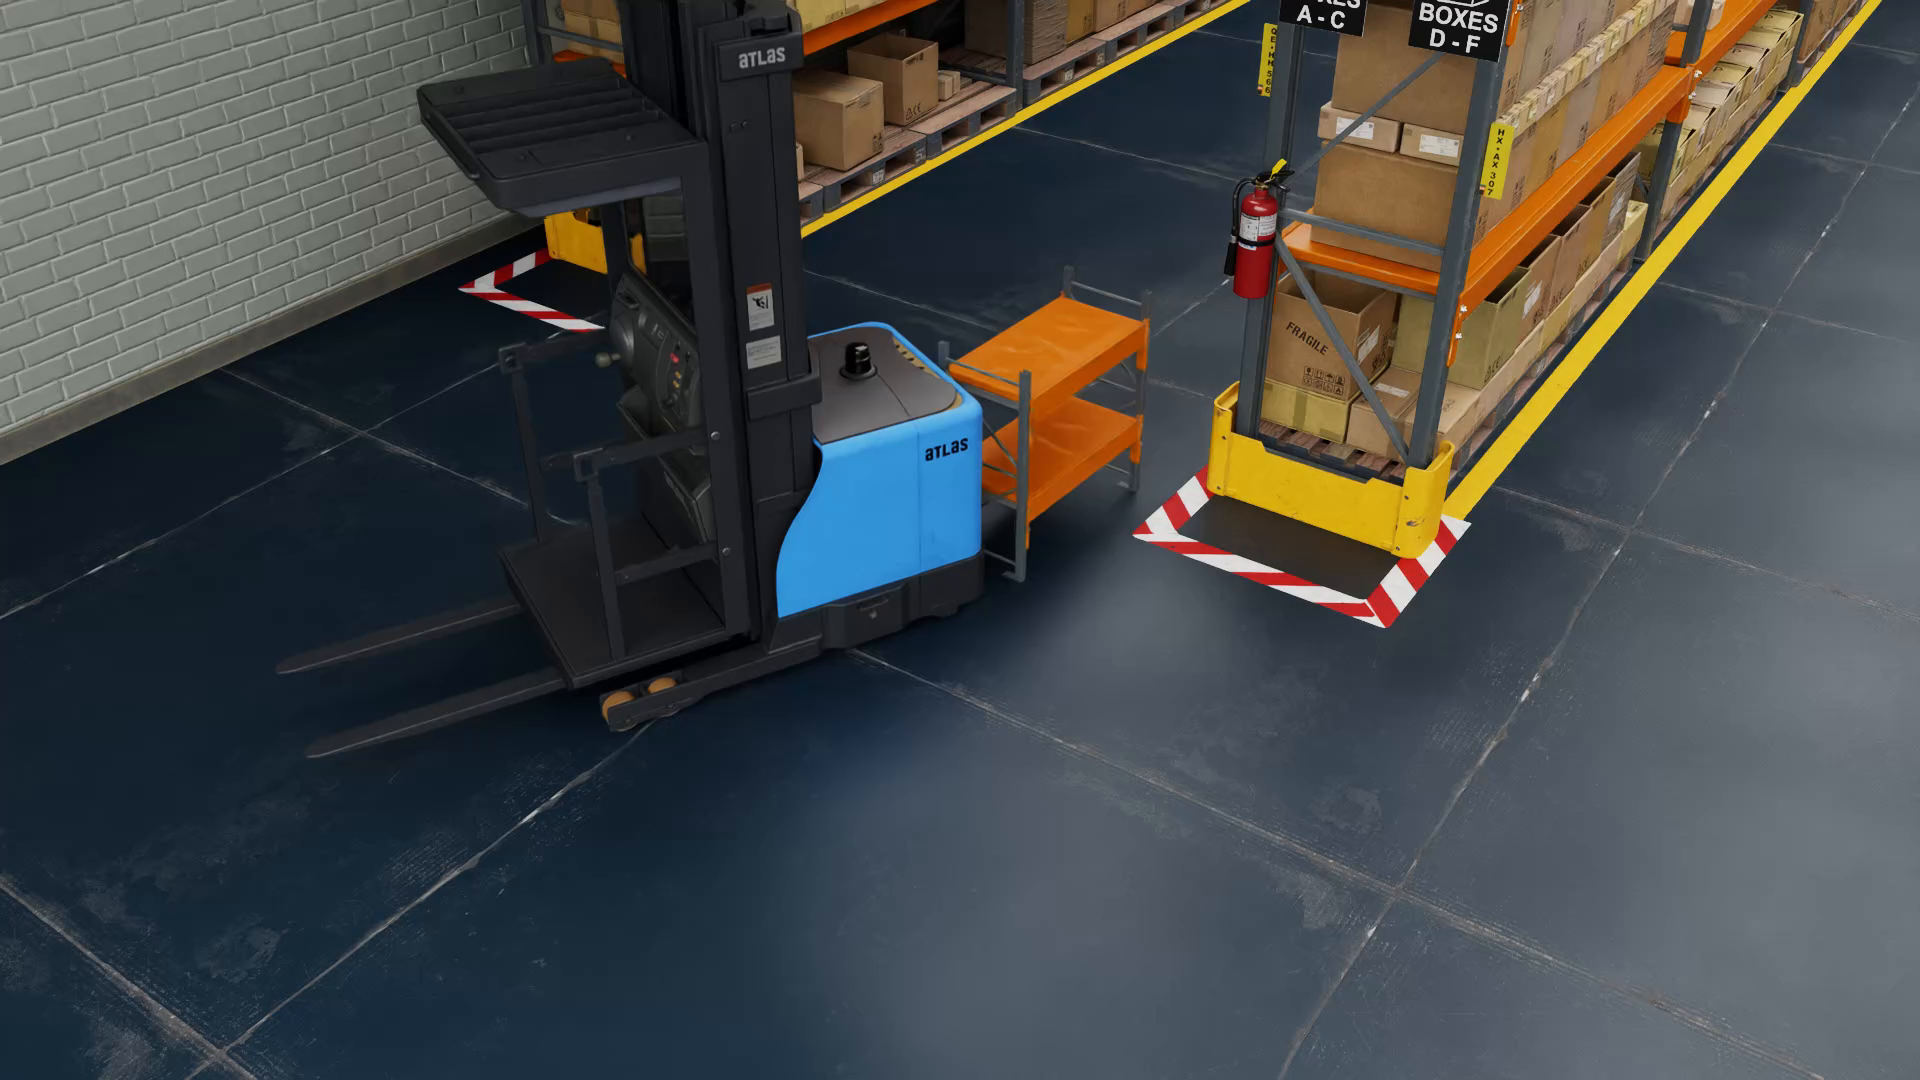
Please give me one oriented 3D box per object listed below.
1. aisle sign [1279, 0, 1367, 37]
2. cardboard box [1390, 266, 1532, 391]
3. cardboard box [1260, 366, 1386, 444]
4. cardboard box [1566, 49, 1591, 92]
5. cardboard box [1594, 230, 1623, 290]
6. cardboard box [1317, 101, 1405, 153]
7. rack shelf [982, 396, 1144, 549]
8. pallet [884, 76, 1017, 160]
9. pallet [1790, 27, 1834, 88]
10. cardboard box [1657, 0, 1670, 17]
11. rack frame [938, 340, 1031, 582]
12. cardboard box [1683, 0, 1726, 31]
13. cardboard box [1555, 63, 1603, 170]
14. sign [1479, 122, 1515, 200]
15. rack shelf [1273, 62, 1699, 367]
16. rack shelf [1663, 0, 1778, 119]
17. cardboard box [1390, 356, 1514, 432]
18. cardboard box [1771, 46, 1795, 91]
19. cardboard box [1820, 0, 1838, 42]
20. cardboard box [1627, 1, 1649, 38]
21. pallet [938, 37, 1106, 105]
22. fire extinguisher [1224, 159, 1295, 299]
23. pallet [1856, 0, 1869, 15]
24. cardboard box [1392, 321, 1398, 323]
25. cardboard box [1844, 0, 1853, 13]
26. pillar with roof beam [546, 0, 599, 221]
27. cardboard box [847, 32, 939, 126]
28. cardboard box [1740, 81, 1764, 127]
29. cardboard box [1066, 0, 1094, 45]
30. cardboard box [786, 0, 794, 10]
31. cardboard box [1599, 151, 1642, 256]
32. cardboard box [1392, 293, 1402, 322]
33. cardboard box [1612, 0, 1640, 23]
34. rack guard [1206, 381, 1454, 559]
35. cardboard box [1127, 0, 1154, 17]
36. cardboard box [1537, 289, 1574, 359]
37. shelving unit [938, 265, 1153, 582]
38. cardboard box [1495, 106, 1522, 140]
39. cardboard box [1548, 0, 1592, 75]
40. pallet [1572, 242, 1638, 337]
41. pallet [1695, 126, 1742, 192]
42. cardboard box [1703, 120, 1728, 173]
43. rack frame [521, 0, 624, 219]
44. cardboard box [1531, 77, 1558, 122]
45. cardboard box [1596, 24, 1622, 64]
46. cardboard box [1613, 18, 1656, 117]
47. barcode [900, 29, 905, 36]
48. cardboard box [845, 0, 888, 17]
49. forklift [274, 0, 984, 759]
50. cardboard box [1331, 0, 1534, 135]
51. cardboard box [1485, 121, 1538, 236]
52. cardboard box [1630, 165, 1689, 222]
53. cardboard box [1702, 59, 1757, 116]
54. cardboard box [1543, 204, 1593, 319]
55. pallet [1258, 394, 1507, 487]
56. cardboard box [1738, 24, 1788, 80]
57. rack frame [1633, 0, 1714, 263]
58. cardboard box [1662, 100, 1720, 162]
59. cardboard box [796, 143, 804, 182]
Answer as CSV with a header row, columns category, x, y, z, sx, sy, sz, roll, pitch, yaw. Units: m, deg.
category,x,y,z,sx,sy,sz,roll,pitch,yaw
aisle sign,1.569,-2.553,7.027,0.394,0.787,0.004,21,39,28
cardboard box,2.620,-1.165,8.705,0.500,0.500,0.500,21,39,28
cardboard box,1.911,-0.789,8.819,0.500,0.250,0.500,21,39,28
cardboard box,2.981,-2.428,8.495,0.380,0.149,0.250,21,39,28
cardboard box,3.751,-1.778,10.282,0.500,0.250,0.500,21,39,28
cardboard box,1.909,-1.960,7.802,0.380,0.149,0.250,21,39,27
rack shelf,0.415,-0.379,8.242,0.538,0.278,1.000,23,40,30
pallet,-0.297,-3.359,13.028,1.003,0.211,1.213,21,39,28
pallet,6.866,-4.271,14.377,1.003,0.211,1.213,21,39,28
cardboard box,3.860,-3.136,9.541,0.380,0.149,0.250,20,39,27
rack frame,0.107,-0.355,7.770,0.500,1.125,0.032,23,40,30
cardboard box,4.802,-3.492,10.960,0.380,0.149,0.250,21,39,28
cardboard box,3.005,-2.378,9.000,0.700,0.500,0.500,23,40,30
sign,2.301,-1.624,7.131,0.100,0.325,0.005,21,39,28
rack shelf,2.988,-2.035,9.224,1.077,0.370,4.000,21,39,28
rack shelf,5.269,-3.876,11.946,1.077,0.370,4.000,21,39,28
cardboard box,2.619,-0.855,8.916,0.500,0.250,0.500,21,39,28
cardboard box,6.310,-3.809,13.285,0.500,0.250,0.500,22,40,29
cardboard box,7.198,-4.602,14.216,0.500,0.500,0.500,20,39,27
cardboard box,3.568,-2.902,9.196,0.380,0.149,0.250,21,39,28
pallet,0.500,-4.038,14.032,1.003,0.211,1.213,21,39,28
fire extinguisher,1.399,-1.475,7.822,0.296,0.674,0.183,21,39,28
pallet,8.258,-5.394,16.038,1.003,0.211,1.213,21,39,28
cardboard box,2.470,-1.254,9.506,0.500,0.250,0.500,21,39,28
cardboard box,7.781,-5.073,14.913,0.500,0.500,0.500,20,39,27
pillar with roof beam,1.002,-4.702,7.170,9.100,9.000,0.400,21,39,28
cardboard box,-0.502,-3.491,12.573,0.500,0.500,0.500,18,38,25
cardboard box,5.730,-3.341,12.592,0.500,0.250,0.500,22,40,29
cardboard box,0.717,-4.579,14.182,0.700,0.500,0.500,20,39,27
cardboard box,-1.400,-3.306,10.577,0.500,0.250,0.500,20,39,27
cardboard box,3.749,-2.090,10.073,0.500,0.500,0.500,21,39,28
cardboard box,2.467,-1.565,9.297,0.500,0.500,0.500,21,39,28
cardboard box,3.308,-3.163,9.002,0.700,0.500,0.500,21,39,28
rack guard,1.834,-0.366,8.345,1.175,0.500,0.348,21,39,28
cardboard box,1.321,-5.036,14.858,0.700,0.500,0.500,21,39,28
cardboard box,3.193,-1.313,9.594,0.500,0.250,0.500,21,39,28
shelving unit,0.415,-0.581,8.105,0.538,1.125,1.048,23,40,30
cardboard box,2.397,-1.957,7.798,0.380,0.149,0.250,20,39,27
cardboard box,2.737,-2.703,8.322,0.700,0.500,0.500,21,40,28
pallet,3.641,-1.746,10.643,1.003,0.211,1.213,21,39,28
pallet,5.212,-3.014,12.518,1.003,0.211,1.213,21,39,28
cardboard box,5.148,-2.869,11.895,0.500,0.250,0.500,20,39,27
rack frame,-2.224,-2.993,9.999,1.000,3.000,0.127,21,39,28
cardboard box,2.686,-2.187,8.138,0.380,0.149,0.250,21,39,28
cardboard box,3.275,-2.663,8.842,0.380,0.149,0.250,23,40,30
cardboard box,3.586,-2.844,9.689,0.700,0.500,0.500,21,39,28
barcode,-0.448,-3.942,12.954,0.001,0.075,0.075,21,39,28
cardboard box,-0.815,-3.771,11.264,0.500,0.250,0.500,22,40,29
forklift,-1.427,-0.744,6.733,3.031,2.935,1.130,-17,38,-24
cardboard box,2.155,-2.227,7.618,0.700,0.500,0.500,21,40,28
cardboard box,2.420,-1.908,8.305,0.700,0.500,0.500,22,40,29
cardboard box,4.562,-2.395,11.194,0.500,0.250,0.500,20,39,27
cardboard box,5.445,-3.339,12.089,0.500,0.311,0.500,22,40,29
cardboard box,3.194,-1.624,9.383,0.500,0.500,0.500,21,39,28
pallet,2.250,-0.623,8.983,1.003,0.211,1.213,21,39,28
cardboard box,6.022,-3.801,12.772,0.500,0.311,0.500,21,39,28
rack frame,4.129,-3.254,10.384,1.000,3.000,0.127,21,39,28
cardboard box,4.859,-2.860,11.381,0.500,0.311,0.500,21,39,28
cardboard box,-1.430,-2.614,11.445,0.500,0.311,0.500,25,41,32
